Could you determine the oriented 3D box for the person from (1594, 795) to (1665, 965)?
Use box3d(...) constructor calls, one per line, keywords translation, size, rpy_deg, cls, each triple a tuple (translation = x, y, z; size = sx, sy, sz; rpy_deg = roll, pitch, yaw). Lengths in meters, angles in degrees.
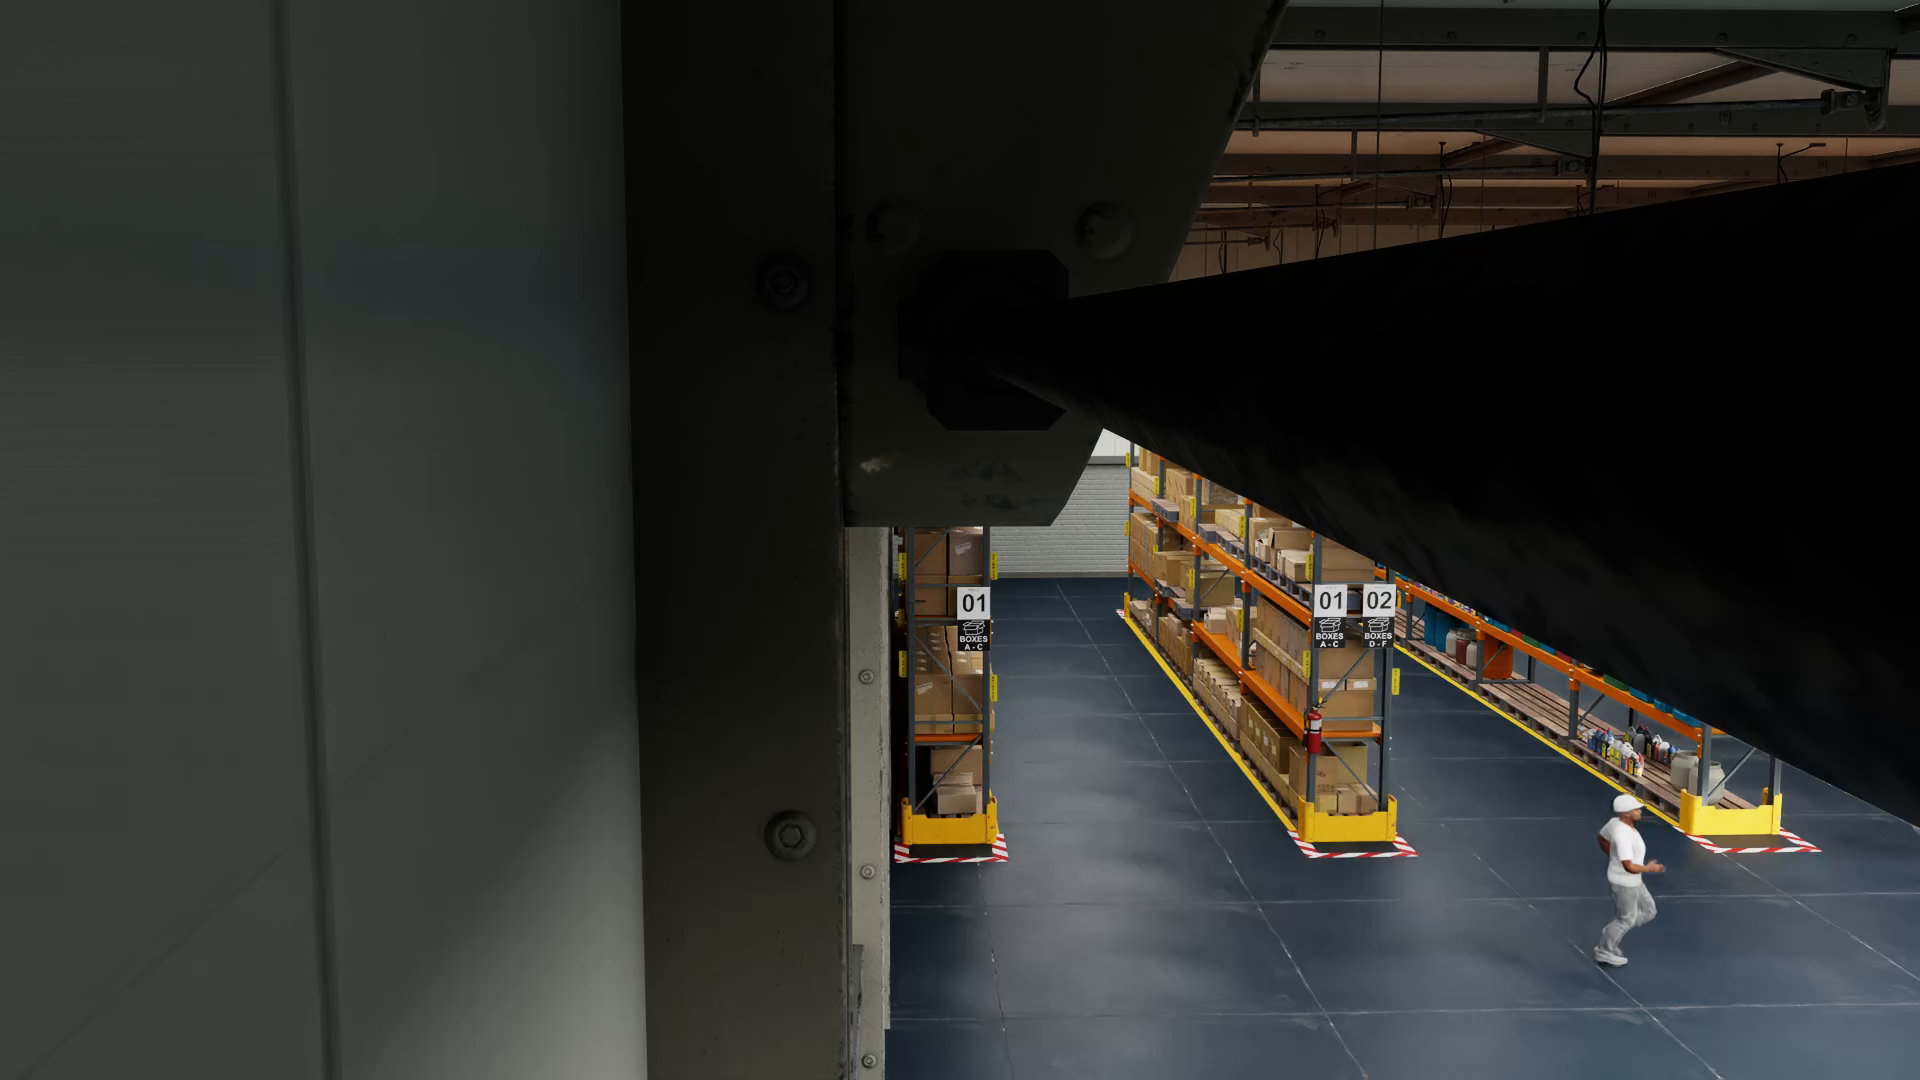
box3d(translation=(6.635, 3.362, 16.466), size=(0.623, 1.725, 0.685), rpy_deg=(3, 8, 20), cls="person")
